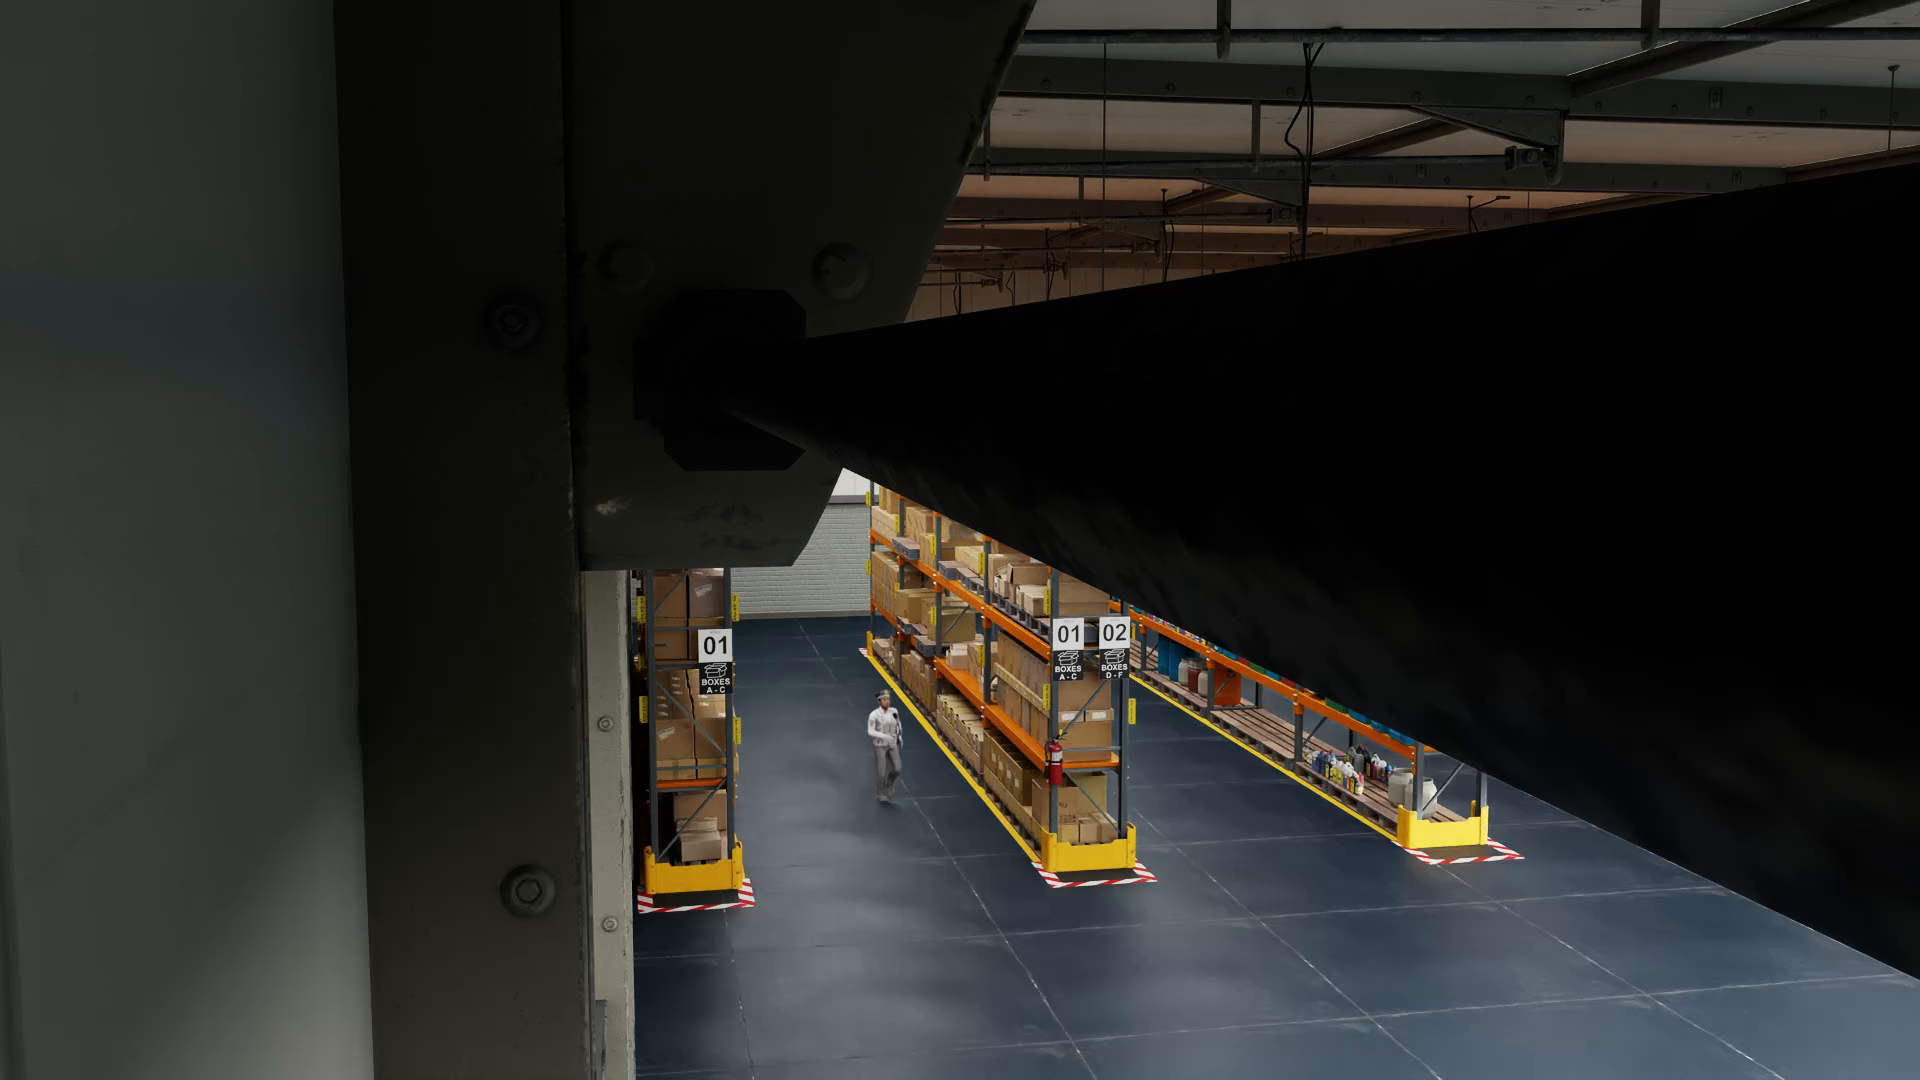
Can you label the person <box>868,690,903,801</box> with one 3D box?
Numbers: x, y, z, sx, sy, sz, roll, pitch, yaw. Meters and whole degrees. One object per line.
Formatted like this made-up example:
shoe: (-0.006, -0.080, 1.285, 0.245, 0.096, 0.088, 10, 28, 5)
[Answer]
person: (-1.047, 2.988, 24.089, 0.595, 1.654, 0.584, -3, 7, -24)
